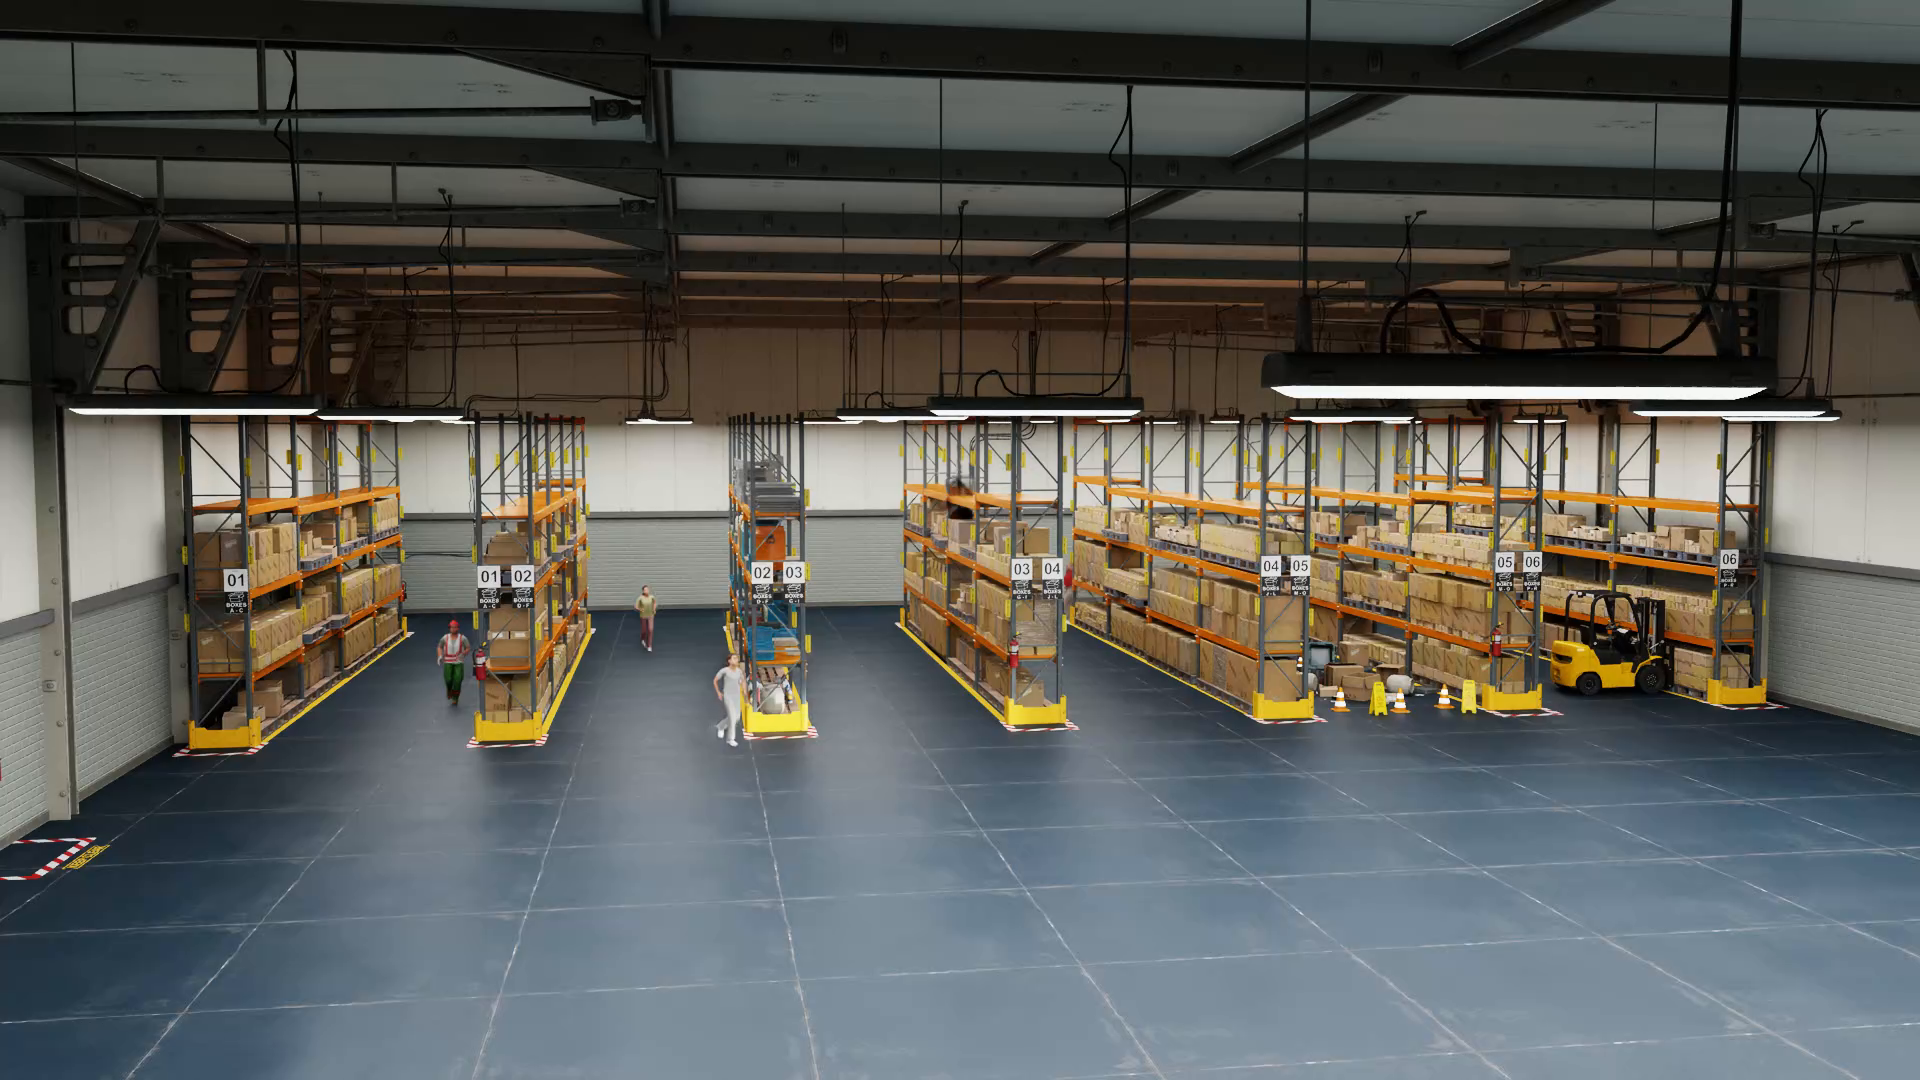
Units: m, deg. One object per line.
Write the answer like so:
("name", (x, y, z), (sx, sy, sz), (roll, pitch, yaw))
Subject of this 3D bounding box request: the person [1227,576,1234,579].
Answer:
("person", (8.377, 1.493, 50.720), (0.796, 1.605, 0.556), (1, 4, 15))

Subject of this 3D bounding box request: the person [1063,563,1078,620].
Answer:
("person", (3.315, 1.531, 49.497), (0.752, 1.730, 0.701), (-1, 4, -15))

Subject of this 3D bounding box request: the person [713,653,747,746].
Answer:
("person", (-4.142, 2.871, 30.132), (0.616, 1.646, 0.683), (-3, 5, -40))

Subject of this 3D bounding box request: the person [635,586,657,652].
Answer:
("person", (-8.046, 2.001, 42.635), (0.563, 1.668, 0.922), (-1, 4, -20))

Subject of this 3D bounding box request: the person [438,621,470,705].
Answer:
("person", (-10.373, 2.533, 34.087), (0.651, 1.743, 0.585), (-1, 4, -15))
